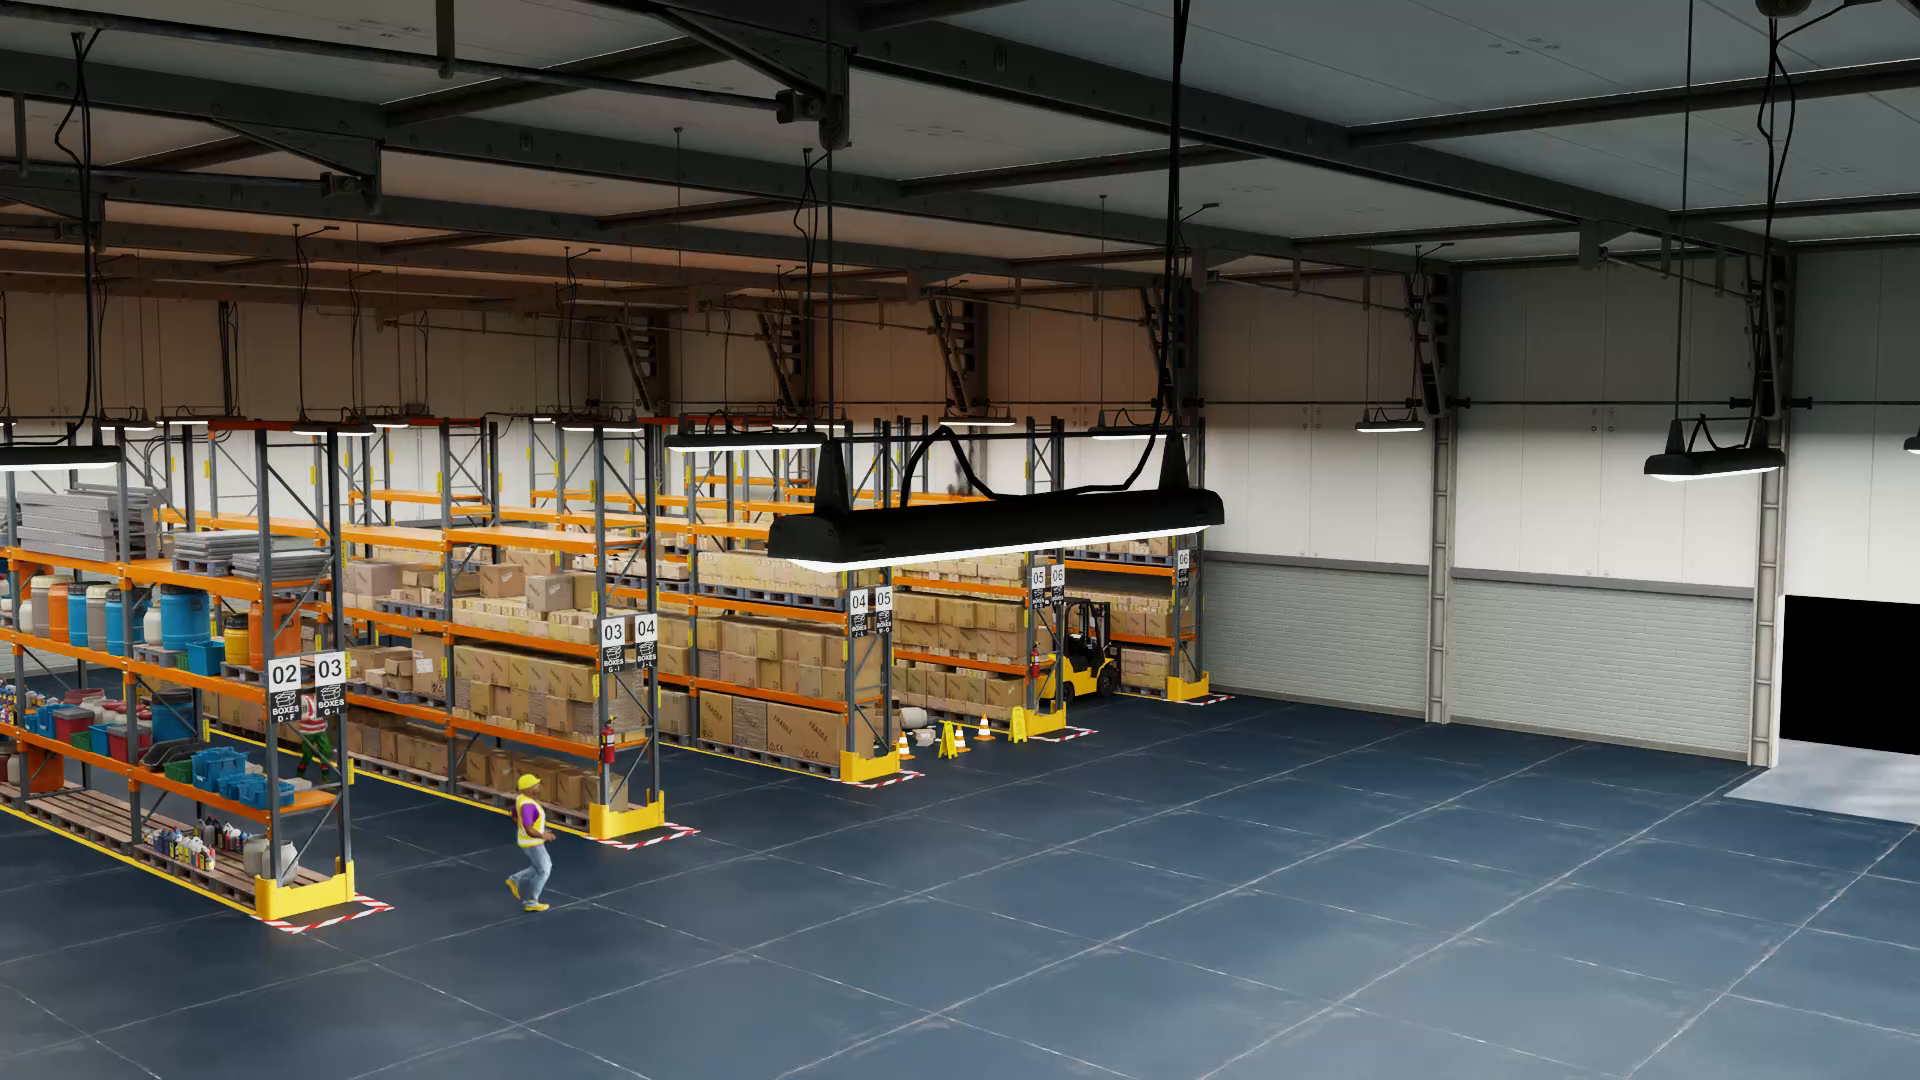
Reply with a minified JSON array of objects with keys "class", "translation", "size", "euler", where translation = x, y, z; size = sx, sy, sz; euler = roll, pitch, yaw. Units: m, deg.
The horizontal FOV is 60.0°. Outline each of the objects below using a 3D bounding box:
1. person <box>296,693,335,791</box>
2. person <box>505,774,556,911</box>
[{"class":"person","translation":[-10.570,3.174,27.145],"size":[0.782,1.839,0.639],"euler":[3,6,32]},{"class":"person","translation":[-5.343,3.762,20.658],"size":[0.588,1.720,0.703],"euler":[-2,5,-24]}]
